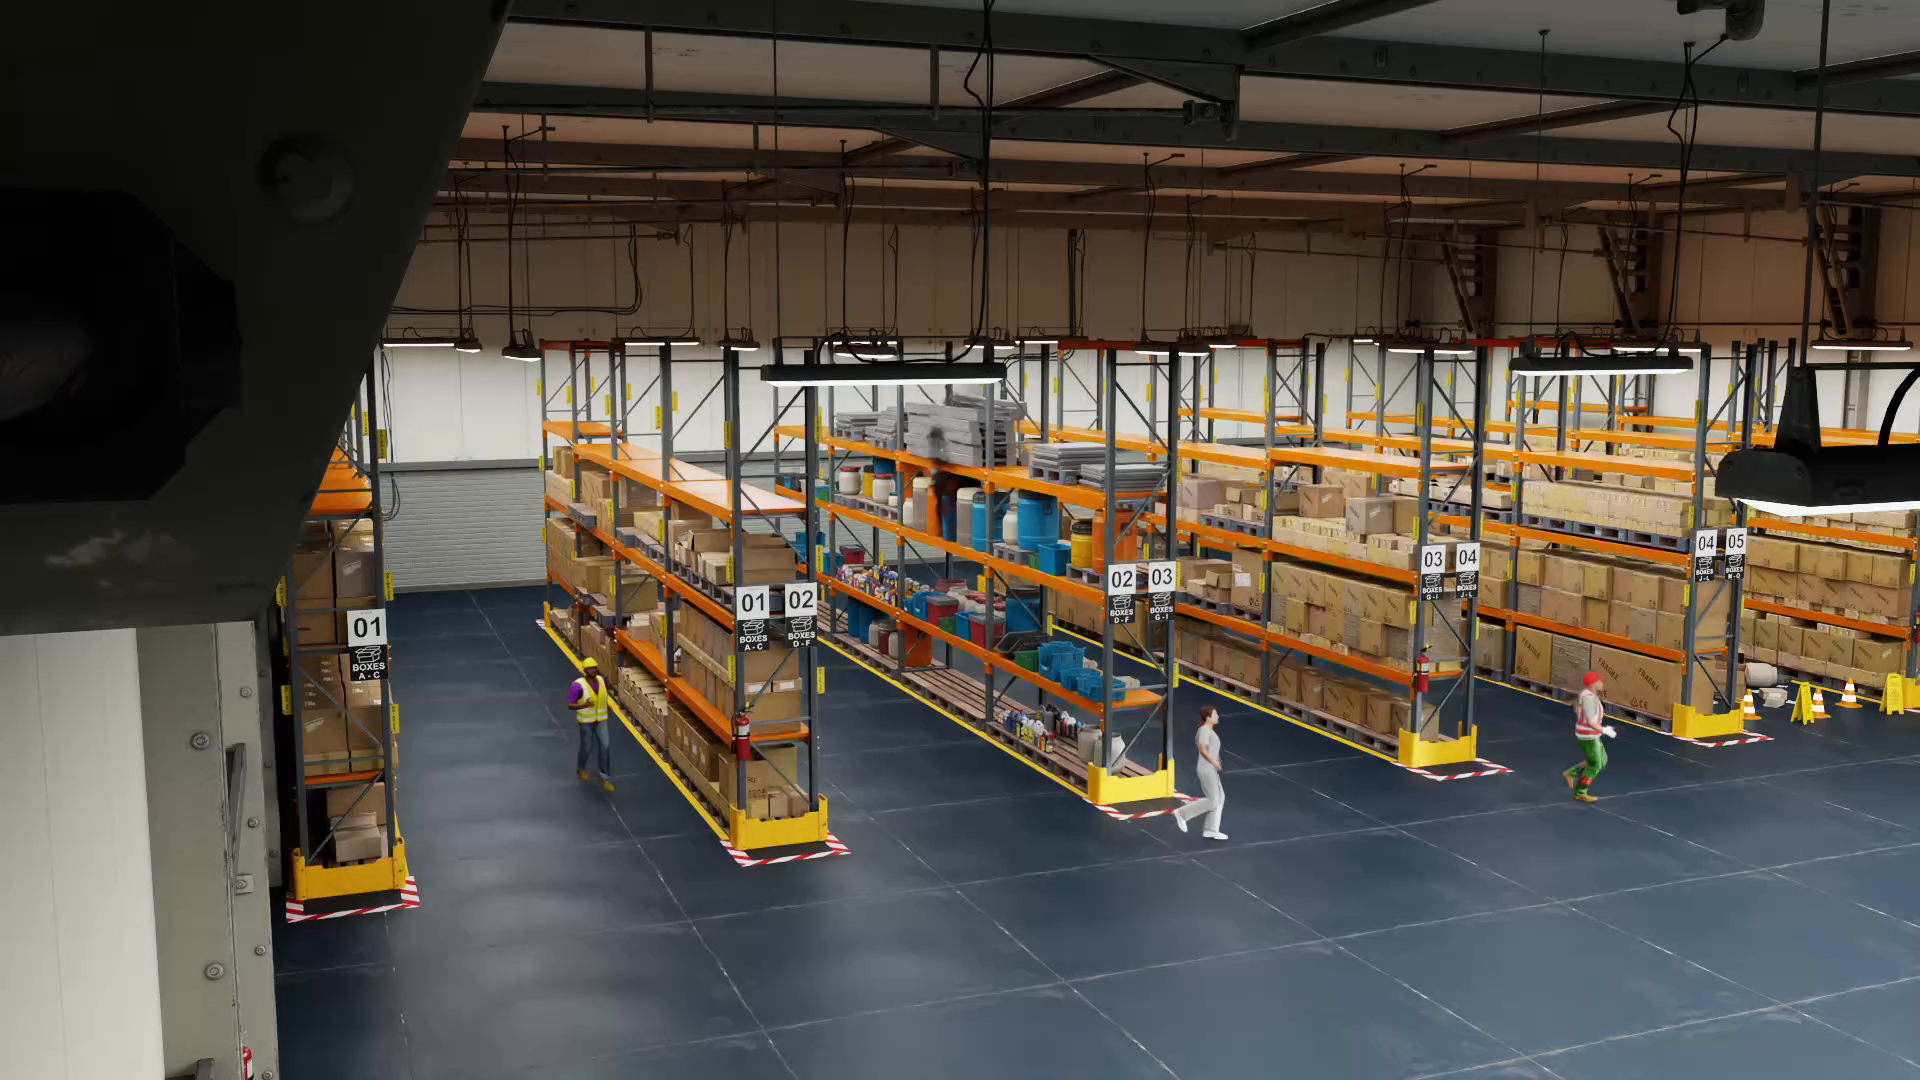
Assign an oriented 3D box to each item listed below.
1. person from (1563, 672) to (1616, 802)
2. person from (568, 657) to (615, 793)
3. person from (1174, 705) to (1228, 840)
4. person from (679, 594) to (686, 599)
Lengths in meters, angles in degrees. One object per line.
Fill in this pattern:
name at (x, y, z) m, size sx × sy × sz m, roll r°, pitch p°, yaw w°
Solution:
person at (8.369, 2.600, 22.099) m, size 0.623 × 1.737 × 0.696 m, roll 2°, pitch 8°, yaw 16°
person at (-5.026, 2.495, 22.696) m, size 0.683 × 1.808 × 0.844 m, roll -5°, pitch 9°, yaw -34°
person at (3.002, 2.855, 20.644) m, size 0.660 × 1.630 × 0.603 m, roll 1°, pitch 7°, yaw 8°
person at (-5.520, 1.166, 33.884) m, size 0.533 × 1.553 × 0.545 m, roll -5°, pitch 9°, yaw -34°
